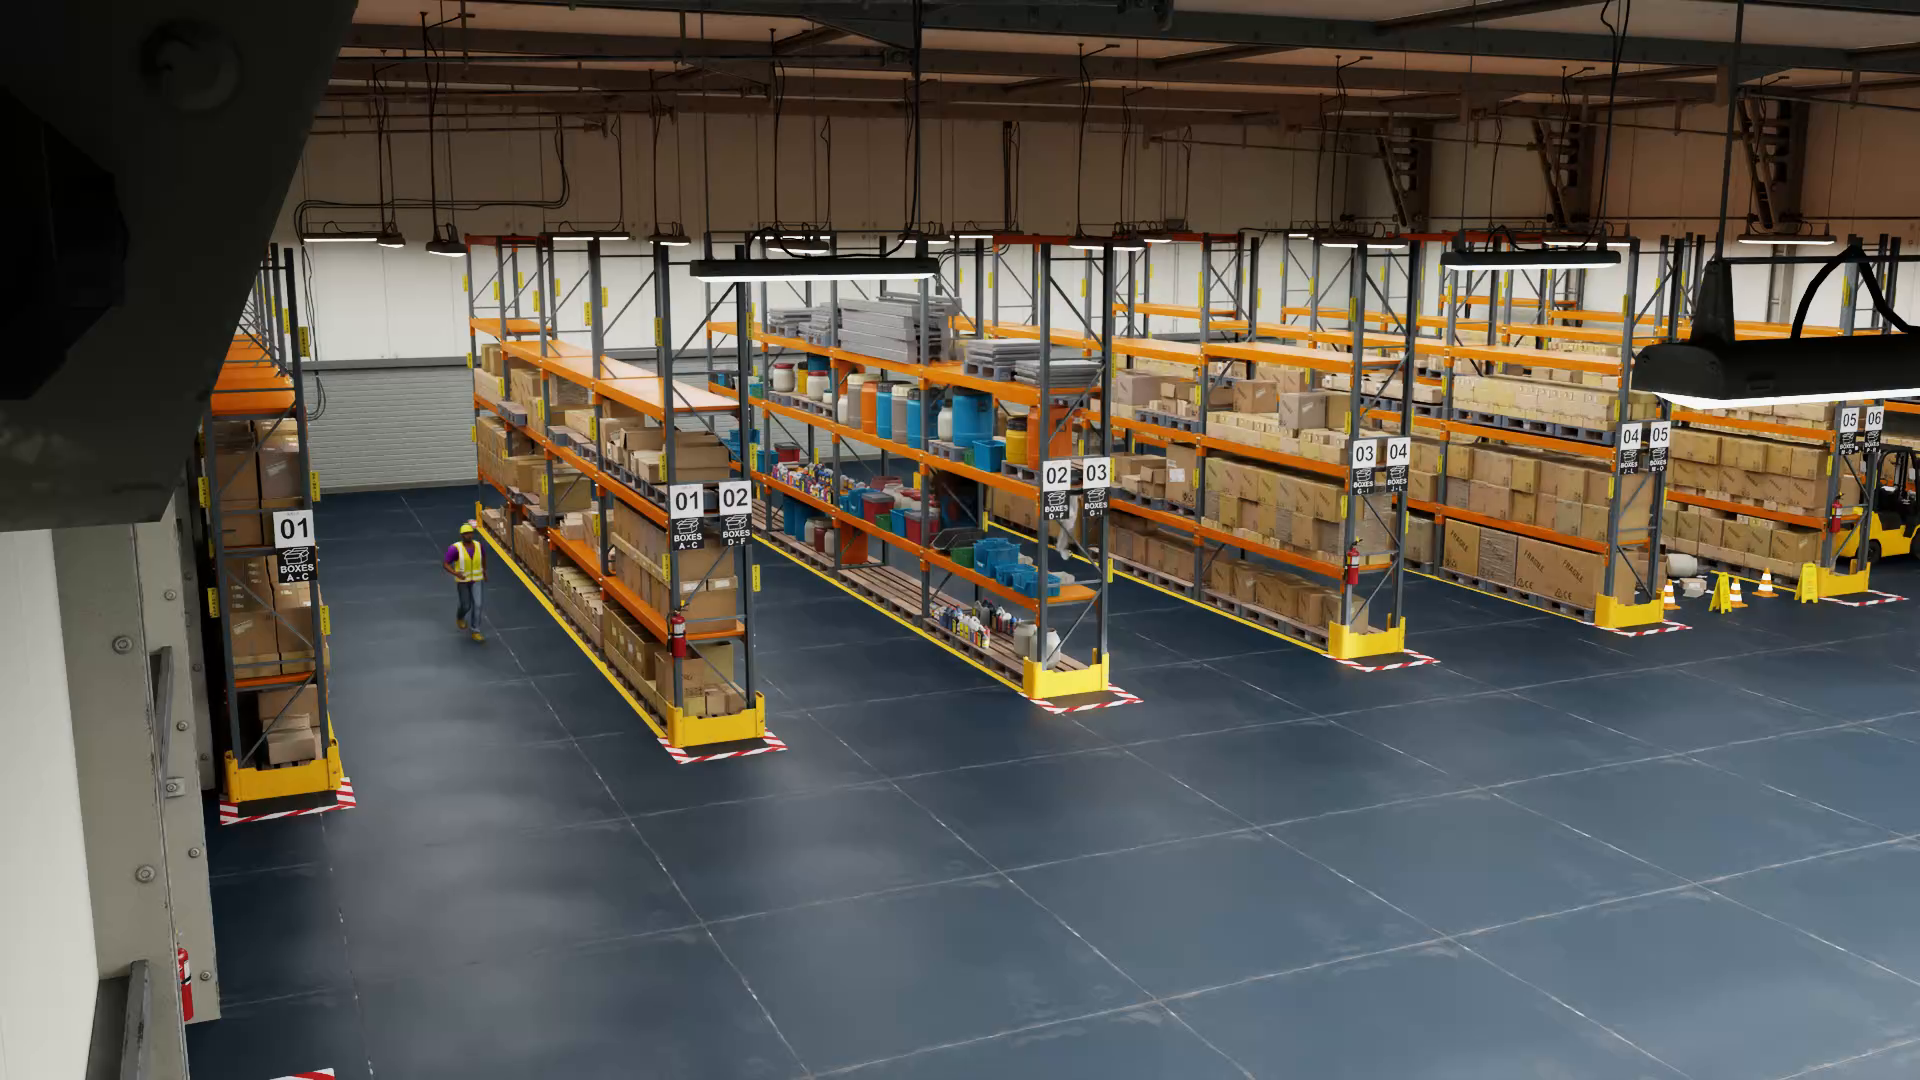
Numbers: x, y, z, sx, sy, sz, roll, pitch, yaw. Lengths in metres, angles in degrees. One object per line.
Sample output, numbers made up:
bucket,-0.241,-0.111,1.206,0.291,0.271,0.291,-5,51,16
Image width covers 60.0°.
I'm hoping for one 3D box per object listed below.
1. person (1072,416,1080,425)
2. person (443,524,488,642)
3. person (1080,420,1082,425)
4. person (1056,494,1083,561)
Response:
person,2.634,-2.263,40.213,0.688,1.756,0.839,5,12,25
person,-7.500,0.624,25.342,0.703,1.758,0.853,-7,13,-32
person,2.799,-1.998,39.069,0.716,1.655,0.540,-1,11,-7
person,1.951,-0.557,29.978,0.675,1.847,0.756,-8,14,-36
